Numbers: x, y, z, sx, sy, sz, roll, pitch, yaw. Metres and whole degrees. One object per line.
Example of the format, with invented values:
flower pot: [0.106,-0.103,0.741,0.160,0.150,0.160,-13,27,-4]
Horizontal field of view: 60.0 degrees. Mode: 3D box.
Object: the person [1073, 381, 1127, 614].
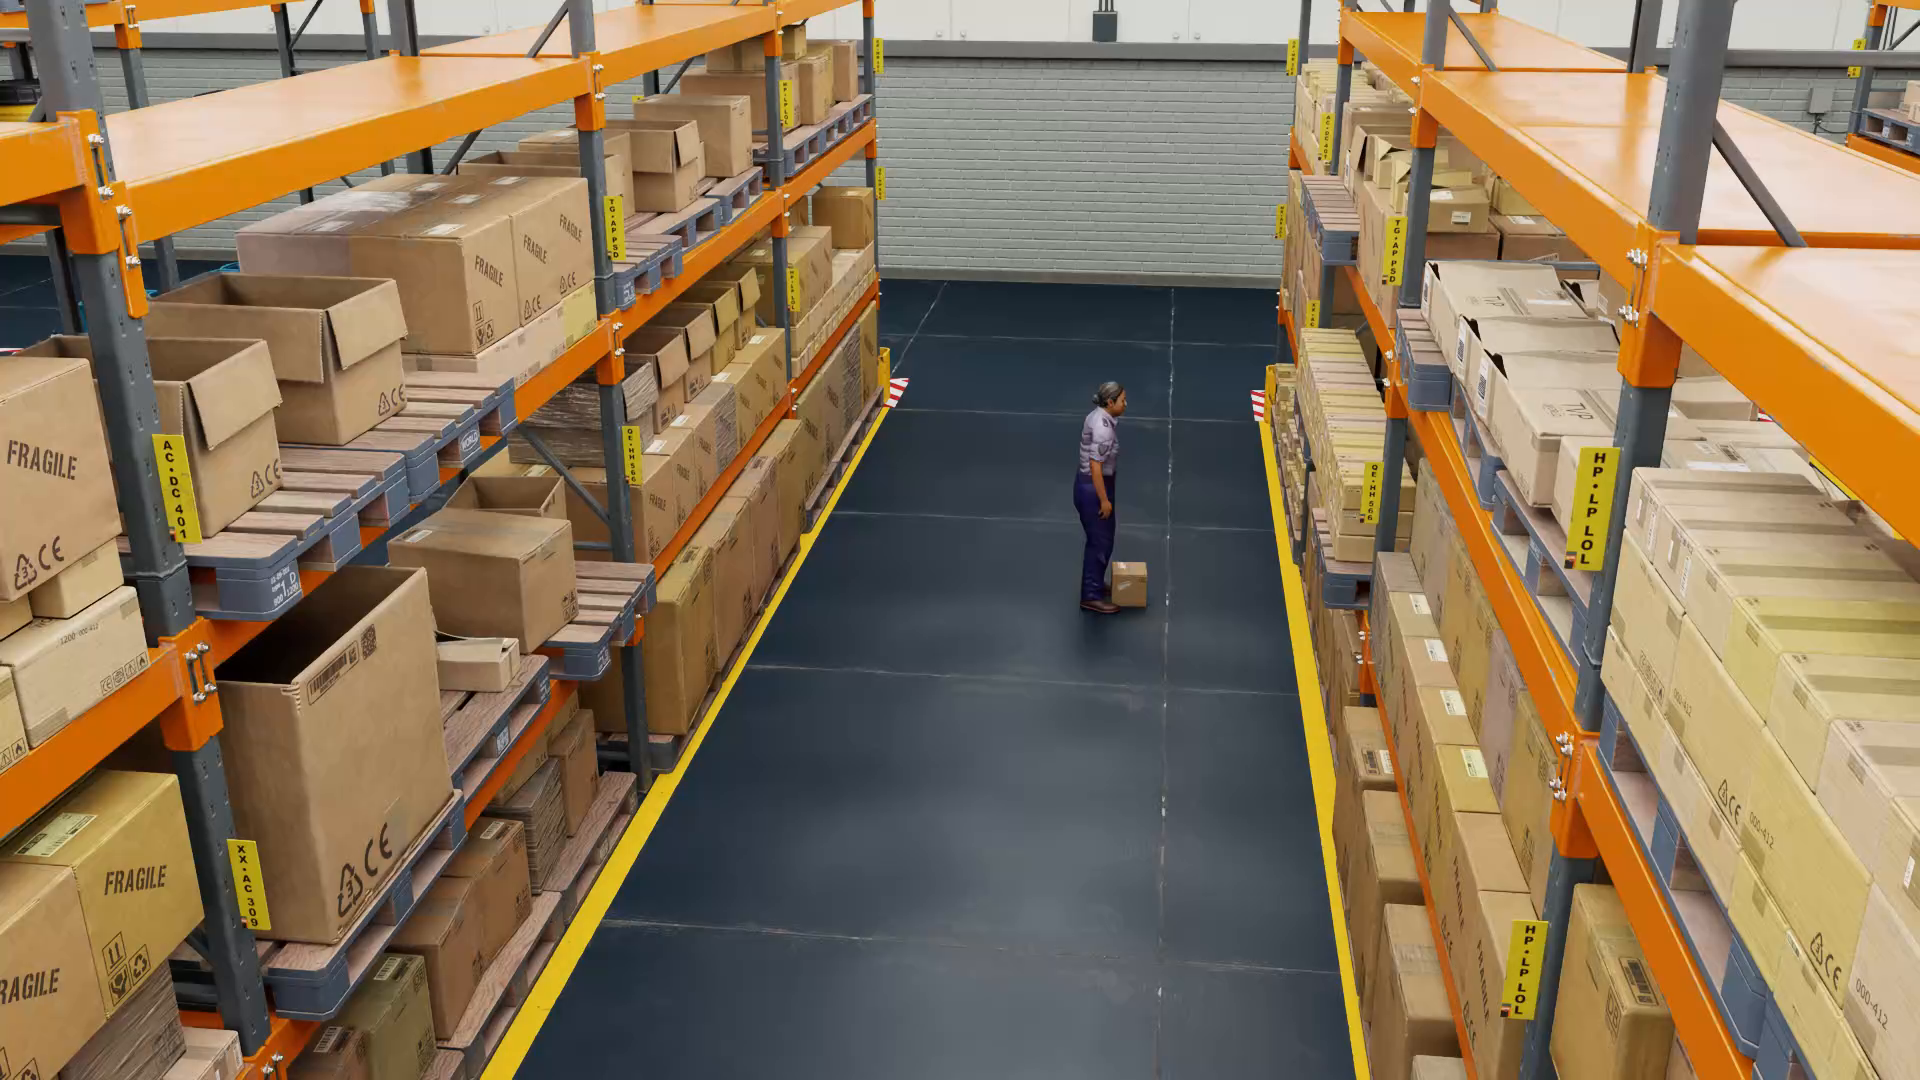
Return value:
person: [1.001,-0.328,11.955,0.374,1.637,0.564,1,21,3]
